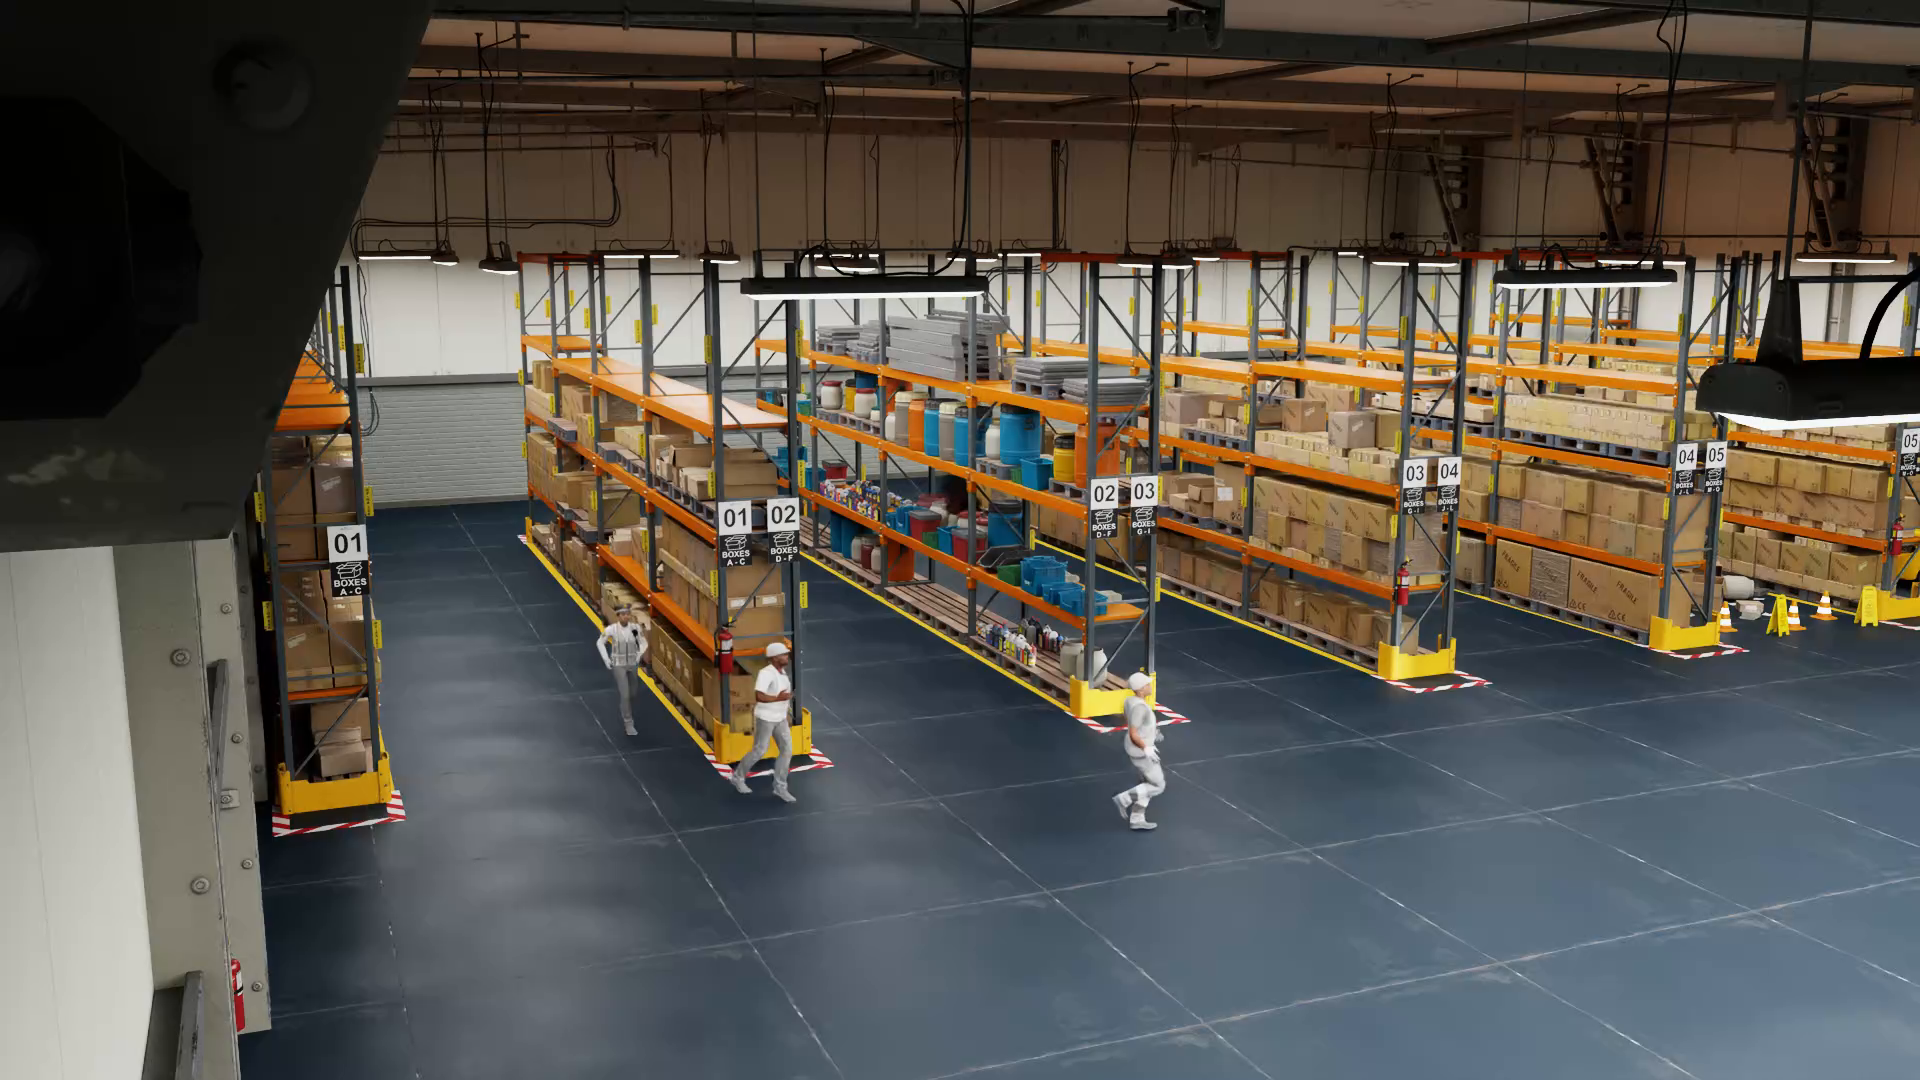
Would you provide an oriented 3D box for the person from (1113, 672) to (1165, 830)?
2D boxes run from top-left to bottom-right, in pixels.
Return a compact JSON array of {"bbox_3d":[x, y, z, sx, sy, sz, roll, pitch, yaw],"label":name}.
[{"bbox_3d":[1.923,2.267,17.843,0.600,1.737,0.658,-1,10,-5],"label":"person"}]

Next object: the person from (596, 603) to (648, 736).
[{"bbox_3d":[-4.335,1.621,21.475,0.637,1.687,0.784,-6,12,-28],"label":"person"}]

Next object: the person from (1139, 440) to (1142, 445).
[{"bbox_3d":[4.075,-1.484,38.533,0.578,1.650,0.578,-4,11,-21],"label":"person"}]

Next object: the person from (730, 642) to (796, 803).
[{"bbox_3d":[-2.150,2.049,19.006,0.824,1.776,0.703,5,11,25],"label":"person"}]
